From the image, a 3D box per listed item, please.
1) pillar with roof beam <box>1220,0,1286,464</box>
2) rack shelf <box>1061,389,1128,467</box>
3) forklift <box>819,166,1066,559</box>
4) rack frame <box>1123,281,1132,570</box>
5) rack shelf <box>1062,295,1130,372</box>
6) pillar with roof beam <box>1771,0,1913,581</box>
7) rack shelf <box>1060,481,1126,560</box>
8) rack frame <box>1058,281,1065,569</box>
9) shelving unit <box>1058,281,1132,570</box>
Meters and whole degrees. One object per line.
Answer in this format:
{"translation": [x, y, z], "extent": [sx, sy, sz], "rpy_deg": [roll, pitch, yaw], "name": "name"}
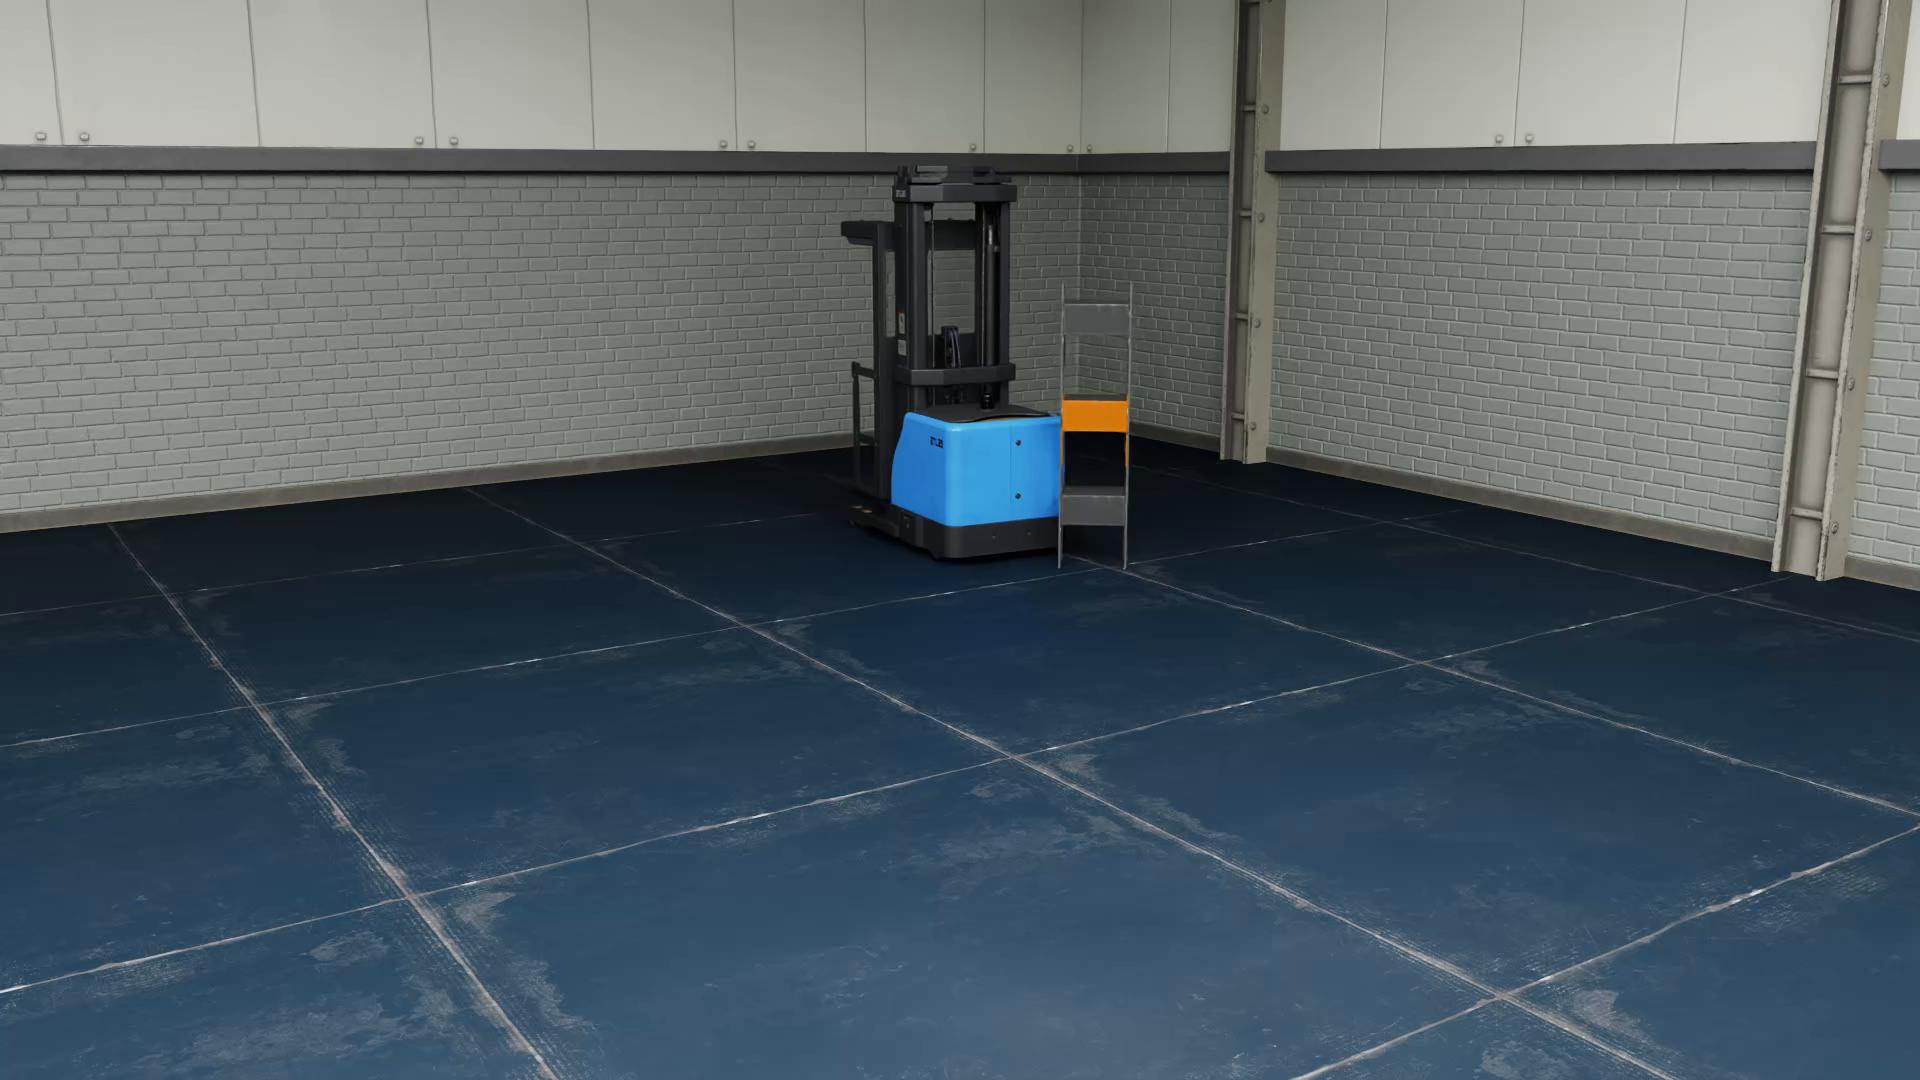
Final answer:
{"translation": [-0.663, -4.710, 13.838], "extent": [9.100, 9.000, 0.400], "rpy_deg": [-8, 15, -33], "name": "pillar with roof beam"}
{"translation": [0.996, -0.833, 12.321], "extent": [0.480, 0.518, 0.431], "rpy_deg": [1, 12, 4], "name": "rack shelf"}
{"translation": [-0.295, -1.557, 13.620], "extent": [1.130, 2.935, 3.031], "rpy_deg": [-6, 14, -26], "name": "forklift"}
{"translation": [1.239, -0.843, 12.300], "extent": [0.015, 2.100, 0.400], "rpy_deg": [1, 12, 4], "name": "rack frame"}
{"translation": [0.996, -1.517, 12.171], "extent": [0.480, 0.518, 0.431], "rpy_deg": [1, 12, 4], "name": "rack shelf"}
{"translation": [2.662, -3.643, 8.958], "extent": [9.100, 9.000, 0.400], "rpy_deg": [-8, 15, -33], "name": "pillar with roof beam"}
{"translation": [0.996, -0.149, 12.471], "extent": [0.480, 0.518, 0.431], "rpy_deg": [1, 12, 4], "name": "rack shelf"}
{"translation": [0.752, -0.850, 12.336], "extent": [0.015, 2.100, 0.400], "rpy_deg": [1, 12, 4], "name": "rack frame"}
{"translation": [0.996, -0.847, 12.318], "extent": [0.503, 2.100, 0.431], "rpy_deg": [1, 12, 4], "name": "shelving unit"}
